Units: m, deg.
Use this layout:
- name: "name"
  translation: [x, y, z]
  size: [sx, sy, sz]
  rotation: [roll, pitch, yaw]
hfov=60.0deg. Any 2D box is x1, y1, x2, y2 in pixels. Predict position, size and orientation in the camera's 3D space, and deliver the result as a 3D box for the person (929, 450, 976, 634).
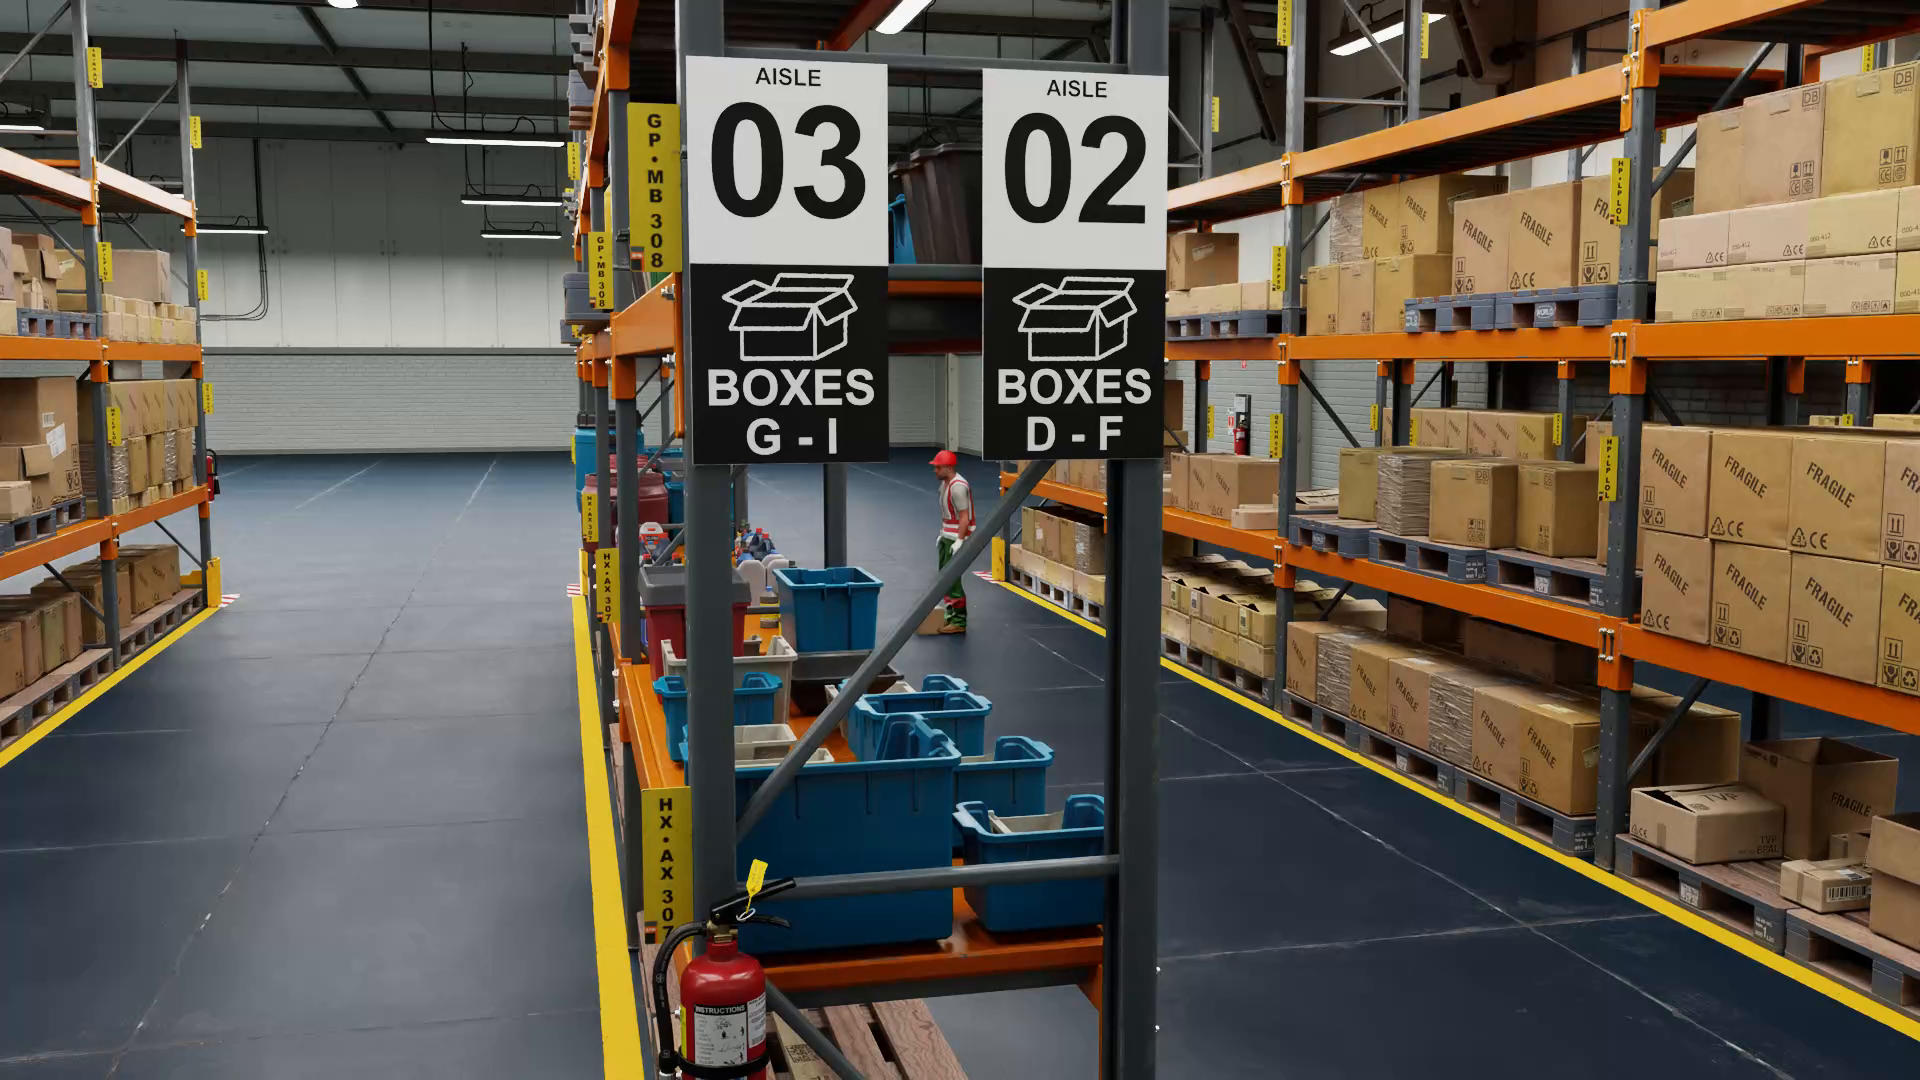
- name: "person"
  translation: [-0.089, 0.013, 16.207]
  size: [0.454, 1.777, 0.607]
  rotation: [-2, 6, -16]
